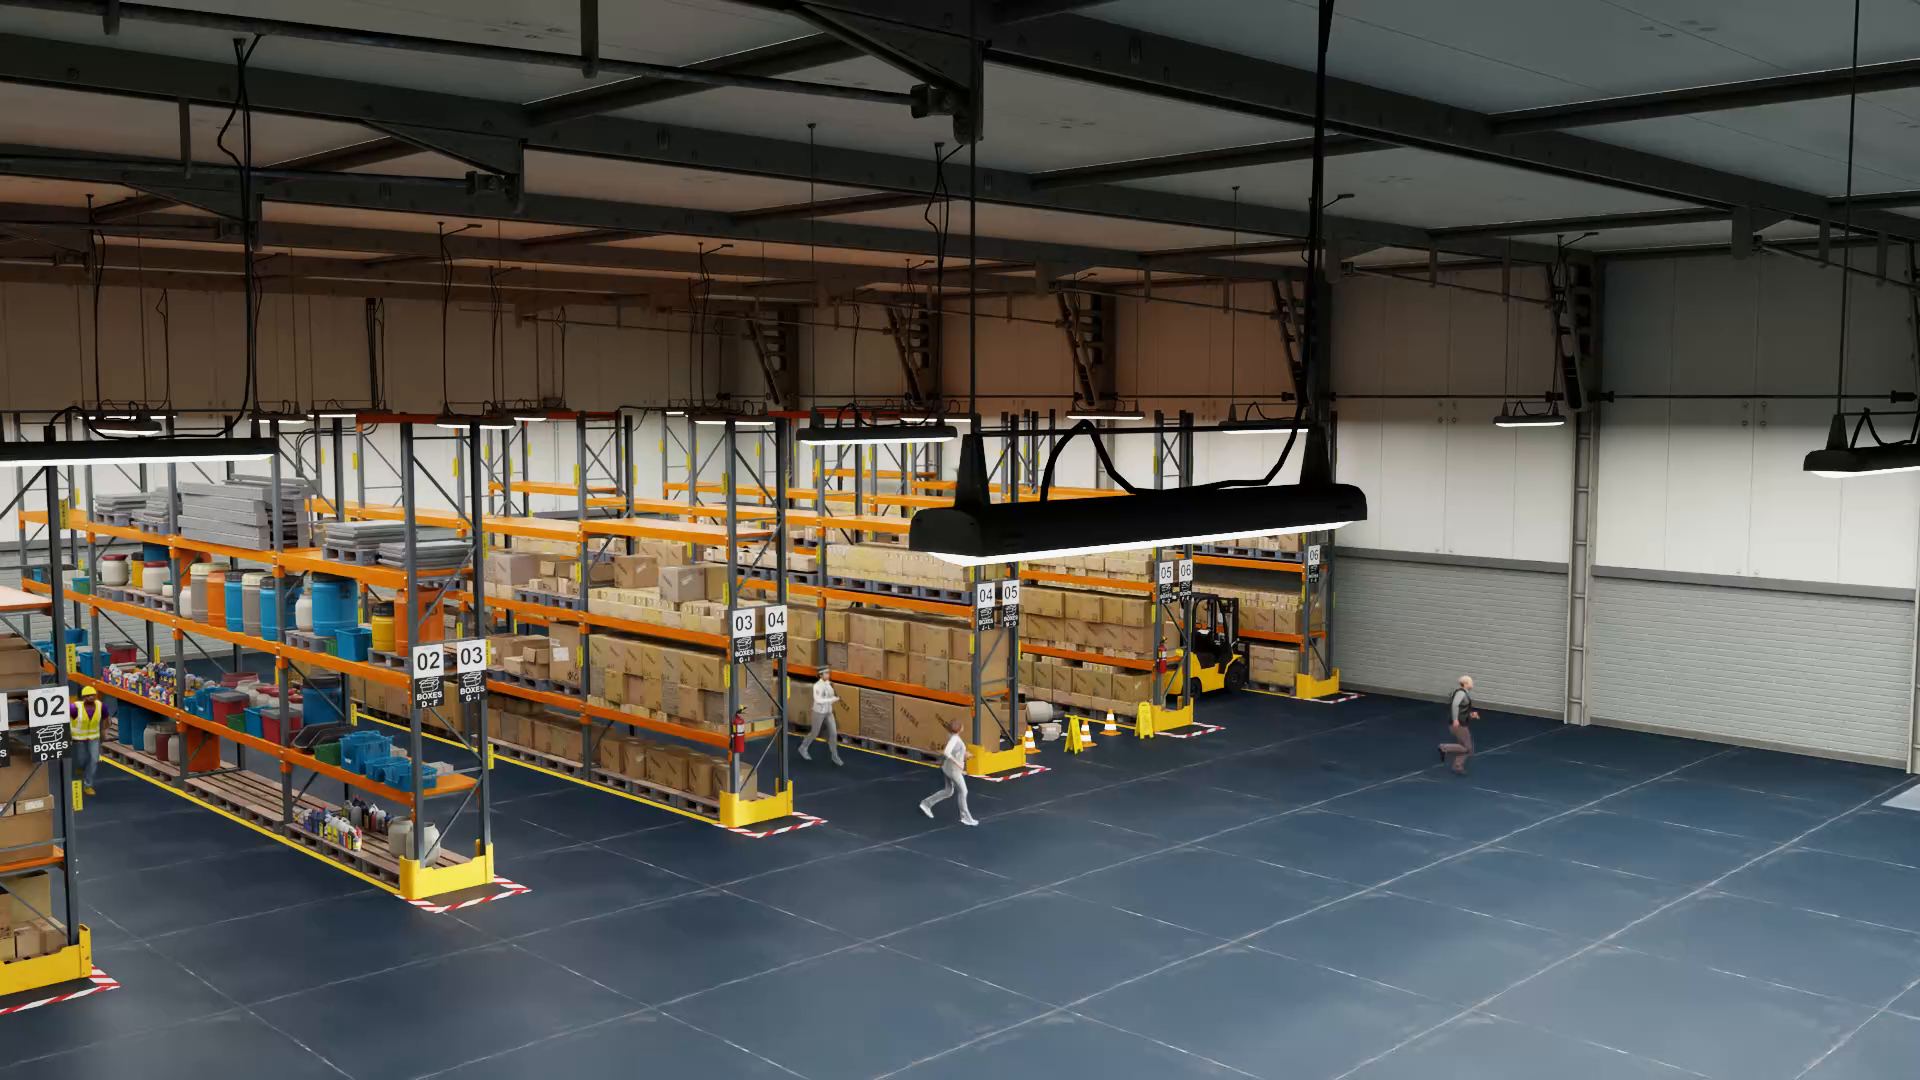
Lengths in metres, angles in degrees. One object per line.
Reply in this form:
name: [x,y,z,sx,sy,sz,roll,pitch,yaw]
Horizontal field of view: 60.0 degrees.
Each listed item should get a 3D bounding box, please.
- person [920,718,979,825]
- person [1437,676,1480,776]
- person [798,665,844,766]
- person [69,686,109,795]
person: [-0.151,3.461,24.445,0.870,1.508,0.551,-1,5,-10]
person: [8.335,3.104,27.787,0.688,1.679,0.692,1,5,14]
person: [-2.390,2.988,28.576,0.883,1.720,0.589,3,6,32]
person: [-14.008,3.184,26.647,0.716,1.739,0.838,-4,6,-40]
